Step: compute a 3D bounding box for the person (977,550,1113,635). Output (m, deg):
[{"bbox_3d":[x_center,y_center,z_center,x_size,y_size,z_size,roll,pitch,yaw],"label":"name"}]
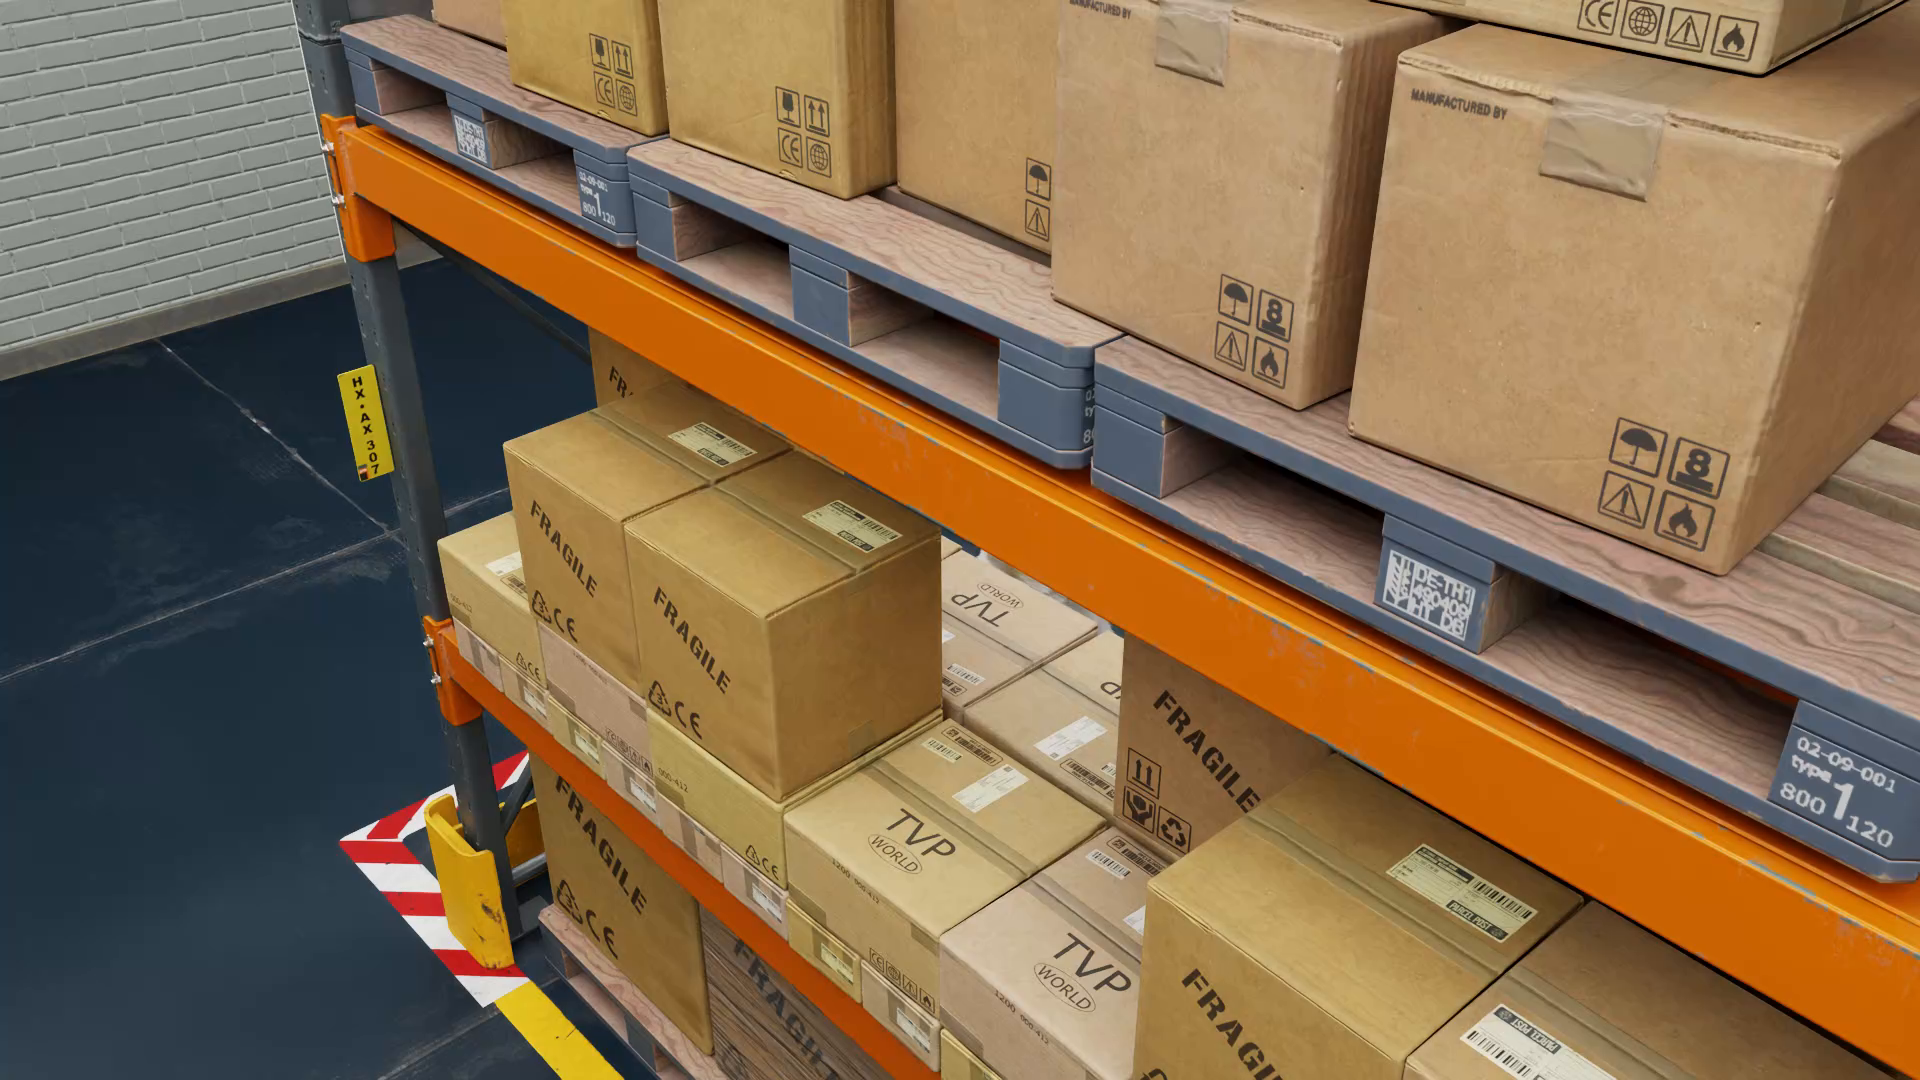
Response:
[{"bbox_3d":[0.392,0.253,5.964,0.629,1.490,0.708,-26,40,-35],"label":"person"}]
